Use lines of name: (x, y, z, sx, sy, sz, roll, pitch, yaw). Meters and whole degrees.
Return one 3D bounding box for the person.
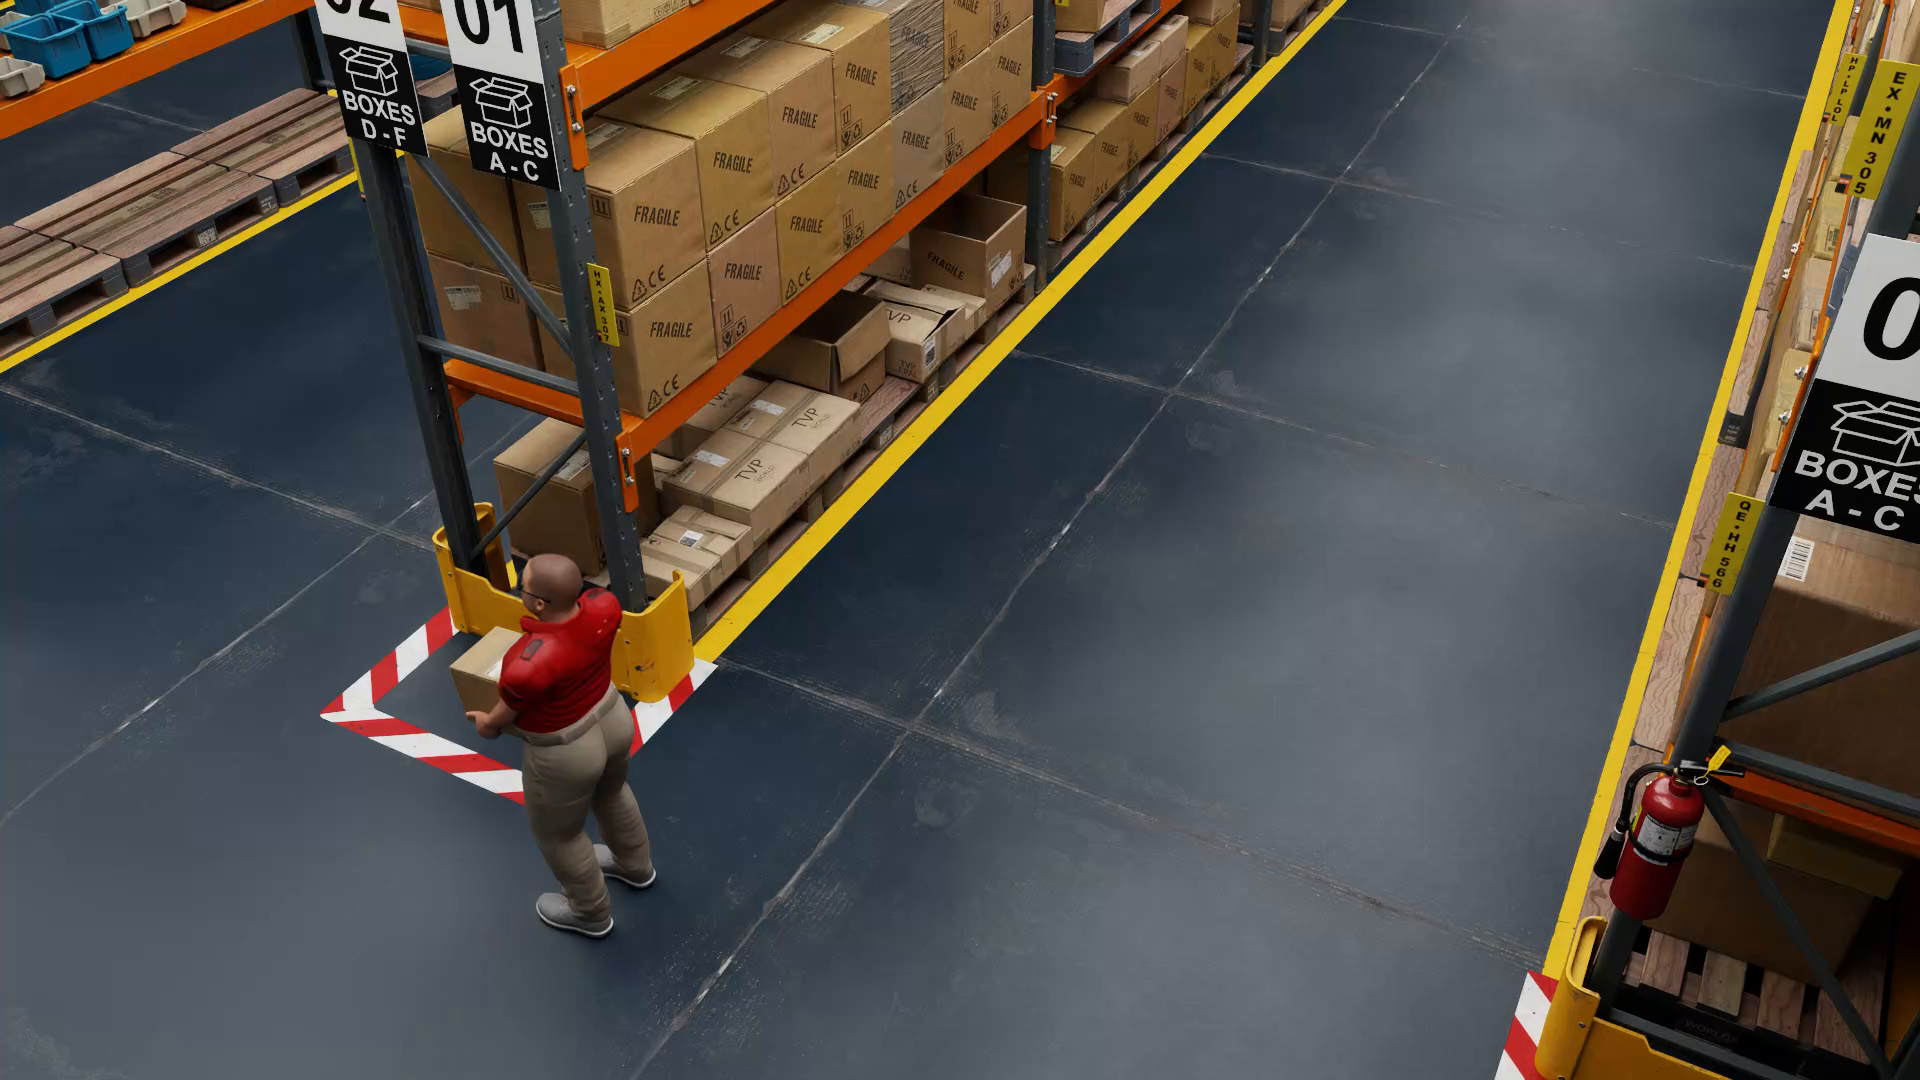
person: (-1.450, 0.684, 5.889, 0.538, 1.714, 0.494, 18, 41, 22)
